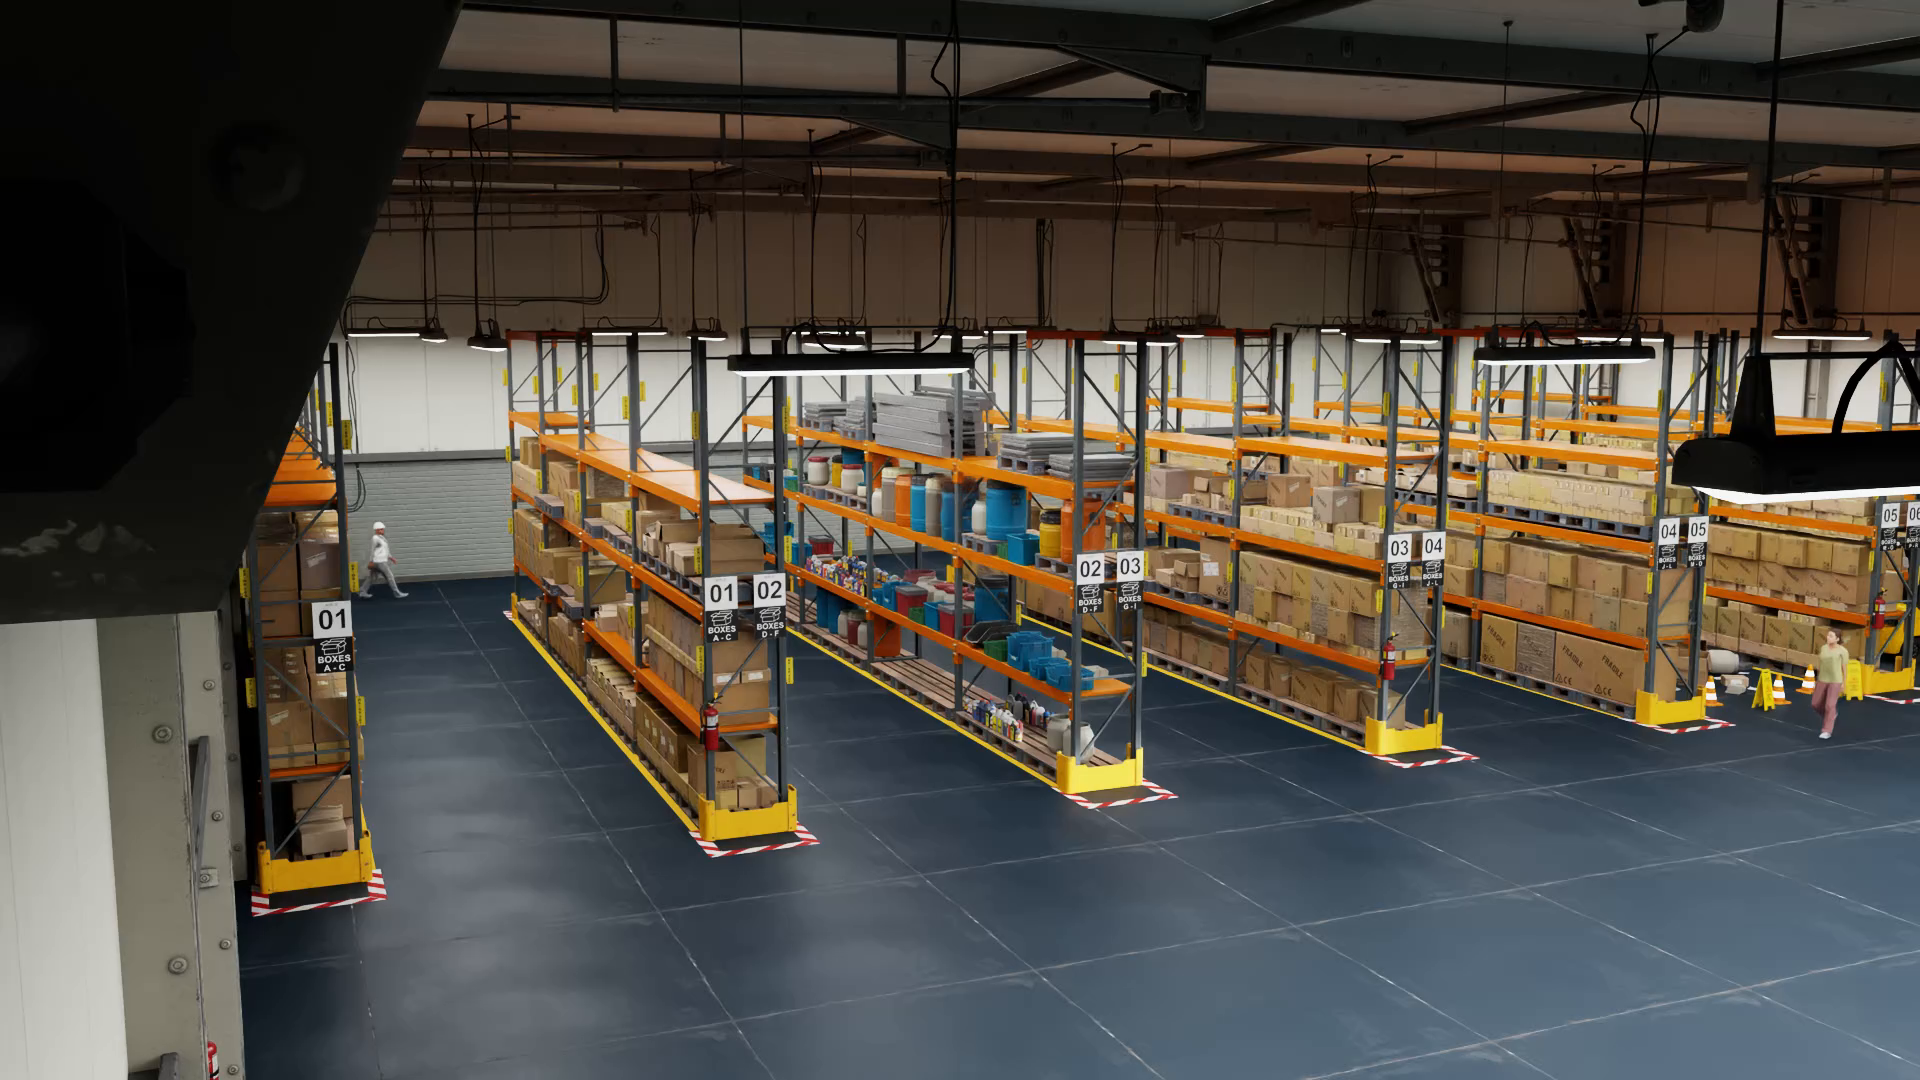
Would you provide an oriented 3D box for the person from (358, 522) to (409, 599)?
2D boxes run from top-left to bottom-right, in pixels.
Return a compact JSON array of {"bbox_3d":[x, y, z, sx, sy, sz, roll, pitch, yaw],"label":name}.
[{"bbox_3d":[-12.831,0.451,36.901,1.082,1.719,0.531,-2,8,-16],"label":"person"}]

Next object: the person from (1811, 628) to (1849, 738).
[{"bbox_3d":[13.049,2.121,24.858,0.593,1.659,0.439,-6,10,-37],"label":"person"}]
